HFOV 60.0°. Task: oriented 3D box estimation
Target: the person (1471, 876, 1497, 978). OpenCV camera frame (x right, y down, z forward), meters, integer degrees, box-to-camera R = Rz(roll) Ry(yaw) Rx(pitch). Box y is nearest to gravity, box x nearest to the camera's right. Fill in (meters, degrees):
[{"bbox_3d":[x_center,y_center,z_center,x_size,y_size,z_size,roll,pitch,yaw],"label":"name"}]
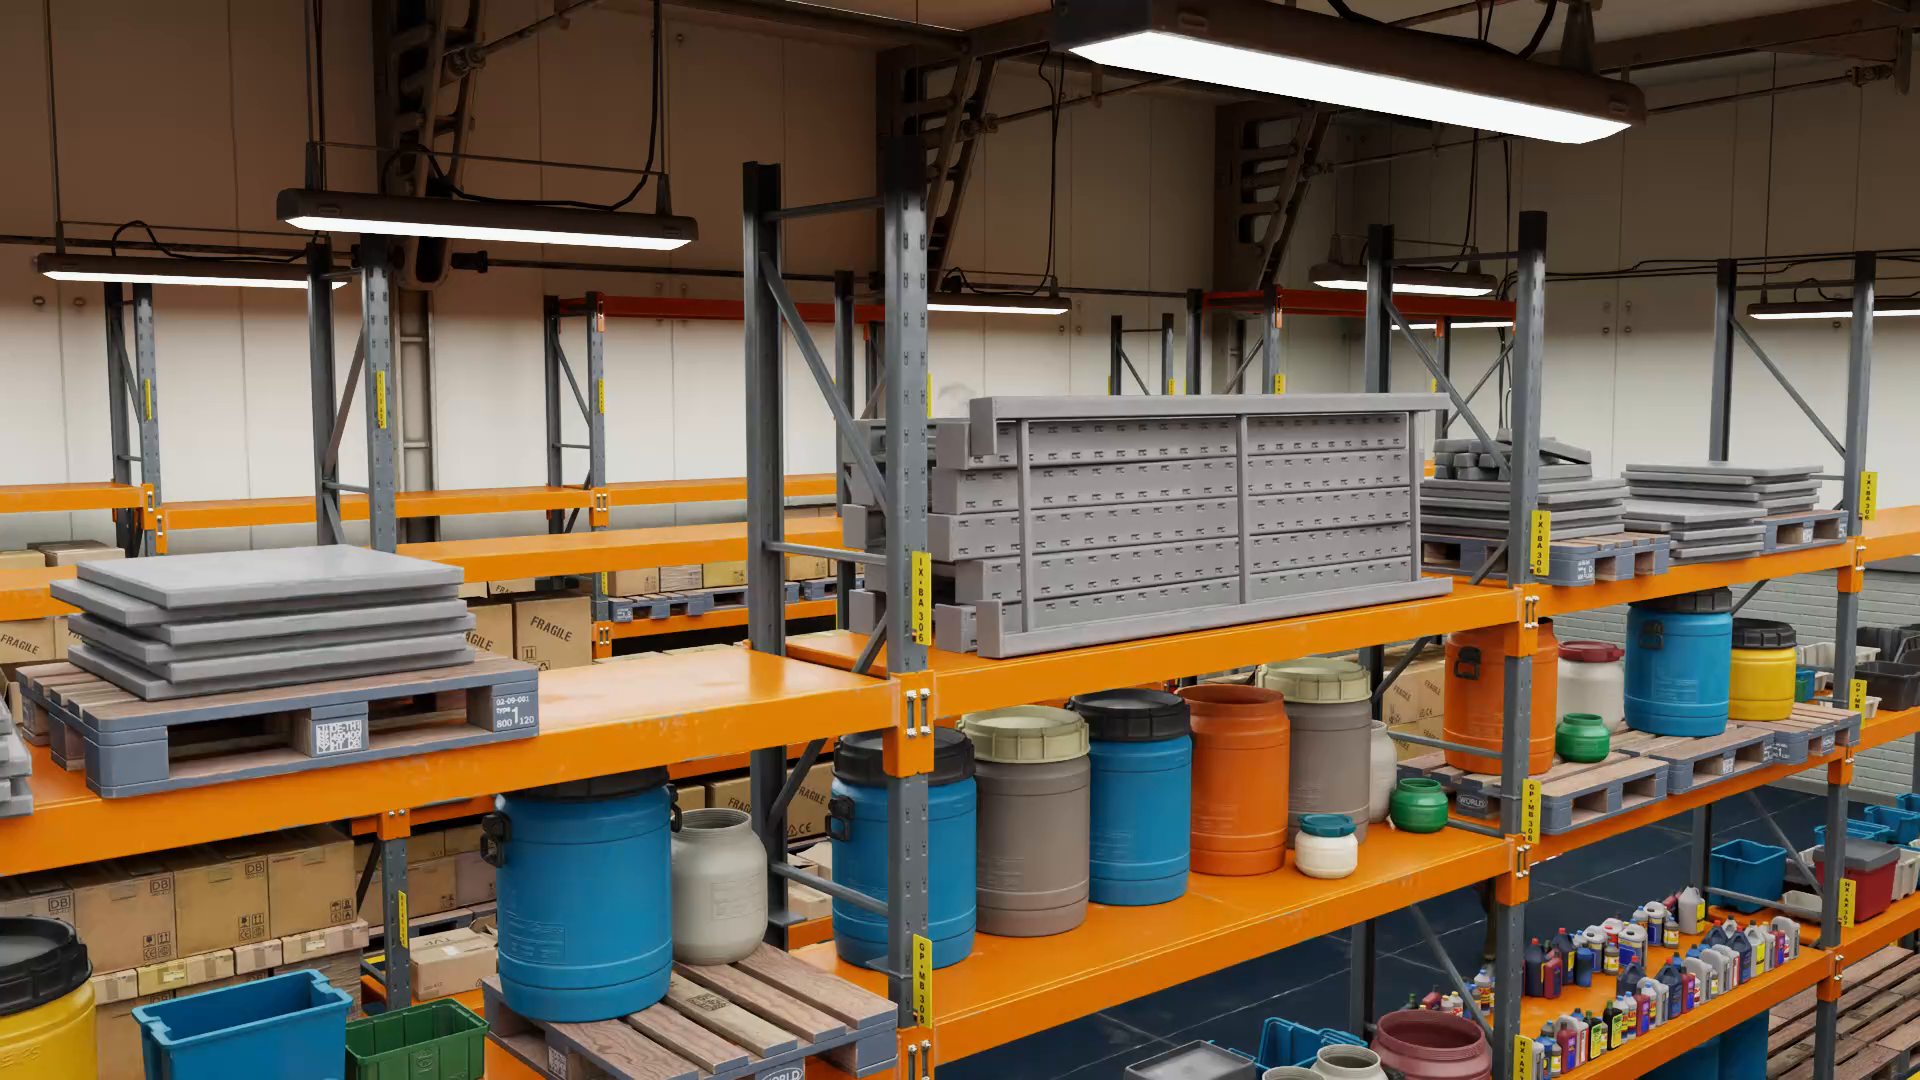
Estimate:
[{"bbox_3d":[4.722,2.866,14.670,0.675,1.804,1.017,4,7,37],"label":"person"}]
